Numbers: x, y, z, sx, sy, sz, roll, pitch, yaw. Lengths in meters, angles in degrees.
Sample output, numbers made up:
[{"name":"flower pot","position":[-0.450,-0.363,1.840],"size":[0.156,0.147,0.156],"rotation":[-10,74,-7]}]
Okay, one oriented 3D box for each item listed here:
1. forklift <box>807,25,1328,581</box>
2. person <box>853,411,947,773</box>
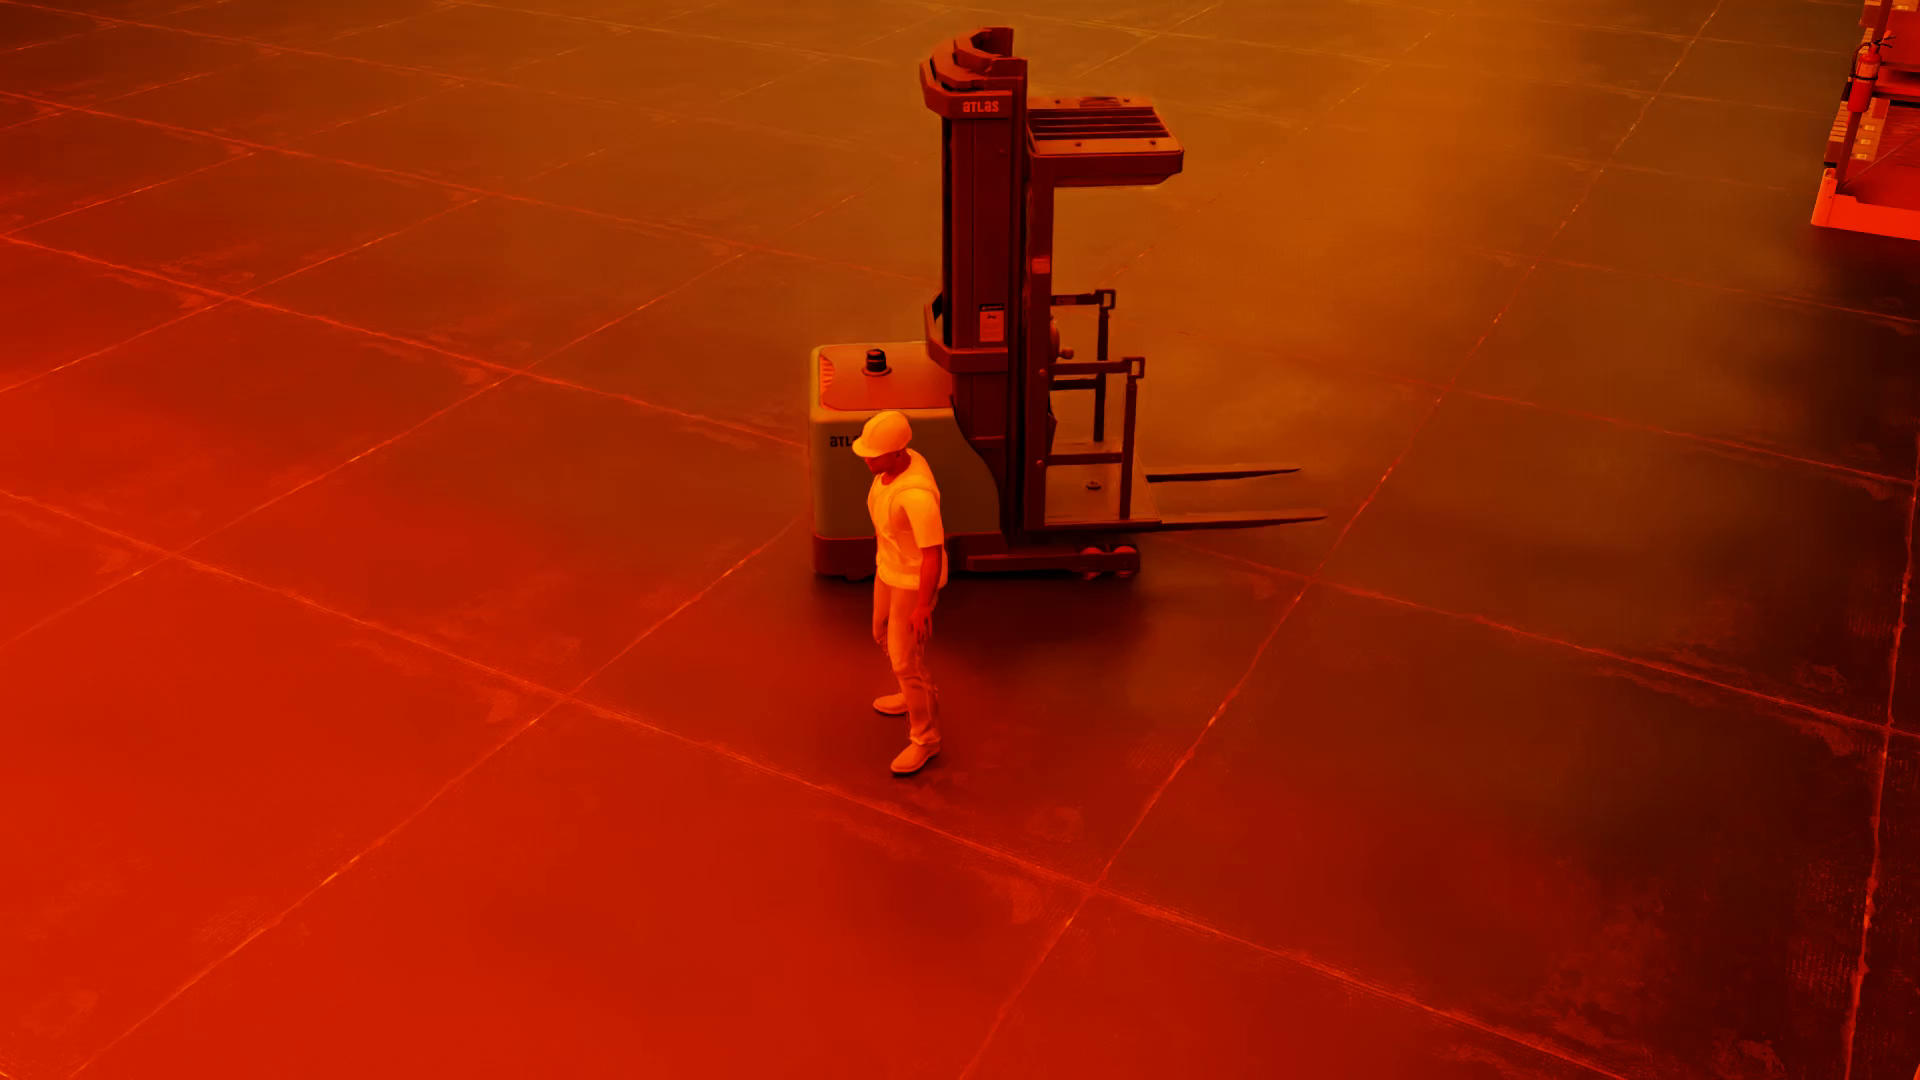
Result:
[{"name":"forklift","position":[0.635,-1.321,9.359],"size":[3.031,2.935,1.130],"rotation":[-2,30,-4]},{"name":"person","position":[-0.286,0.171,7.970],"size":[0.428,1.737,0.847],"rotation":[-9,31,-15]}]
